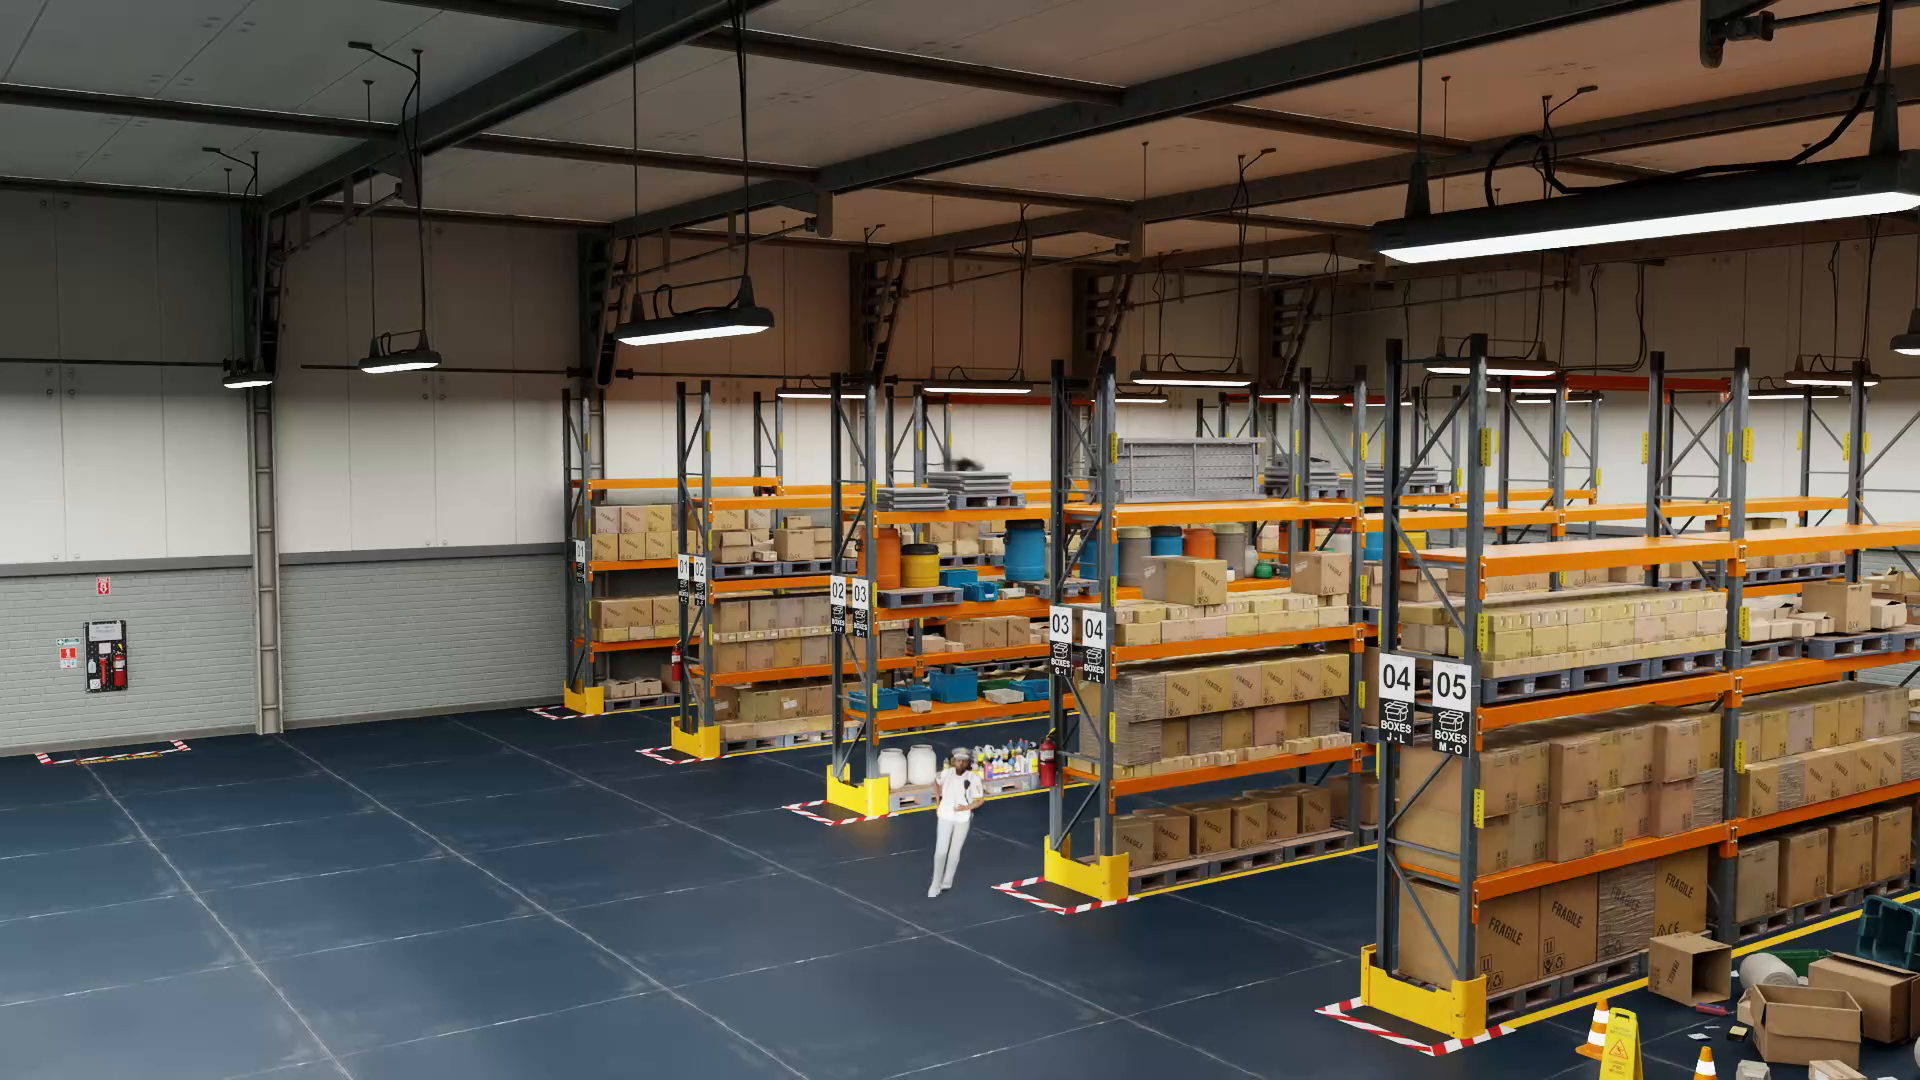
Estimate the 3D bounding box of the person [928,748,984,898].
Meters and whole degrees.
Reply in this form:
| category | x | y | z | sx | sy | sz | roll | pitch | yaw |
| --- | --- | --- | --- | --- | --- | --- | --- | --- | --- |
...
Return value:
| category | x | y | z | sx | sy | sz | roll | pitch | yaw |
| --- | --- | --- | --- | --- | --- | --- | --- | --- | --- |
| person | -0.042 | 3.147 | 18.585 | 0.621 | 1.715 | 0.665 | 0 | 4 | 3 |

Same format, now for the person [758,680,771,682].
| category | x | y | z | sx | sy | sz | roll | pitch | yaw |
| --- | --- | --- | --- | --- | --- | --- | --- | --- | --- |
| person | -3.541 | 2.408 | 29.938 | 0.615 | 1.658 | 0.541 | 3 | 5 | 40 |
